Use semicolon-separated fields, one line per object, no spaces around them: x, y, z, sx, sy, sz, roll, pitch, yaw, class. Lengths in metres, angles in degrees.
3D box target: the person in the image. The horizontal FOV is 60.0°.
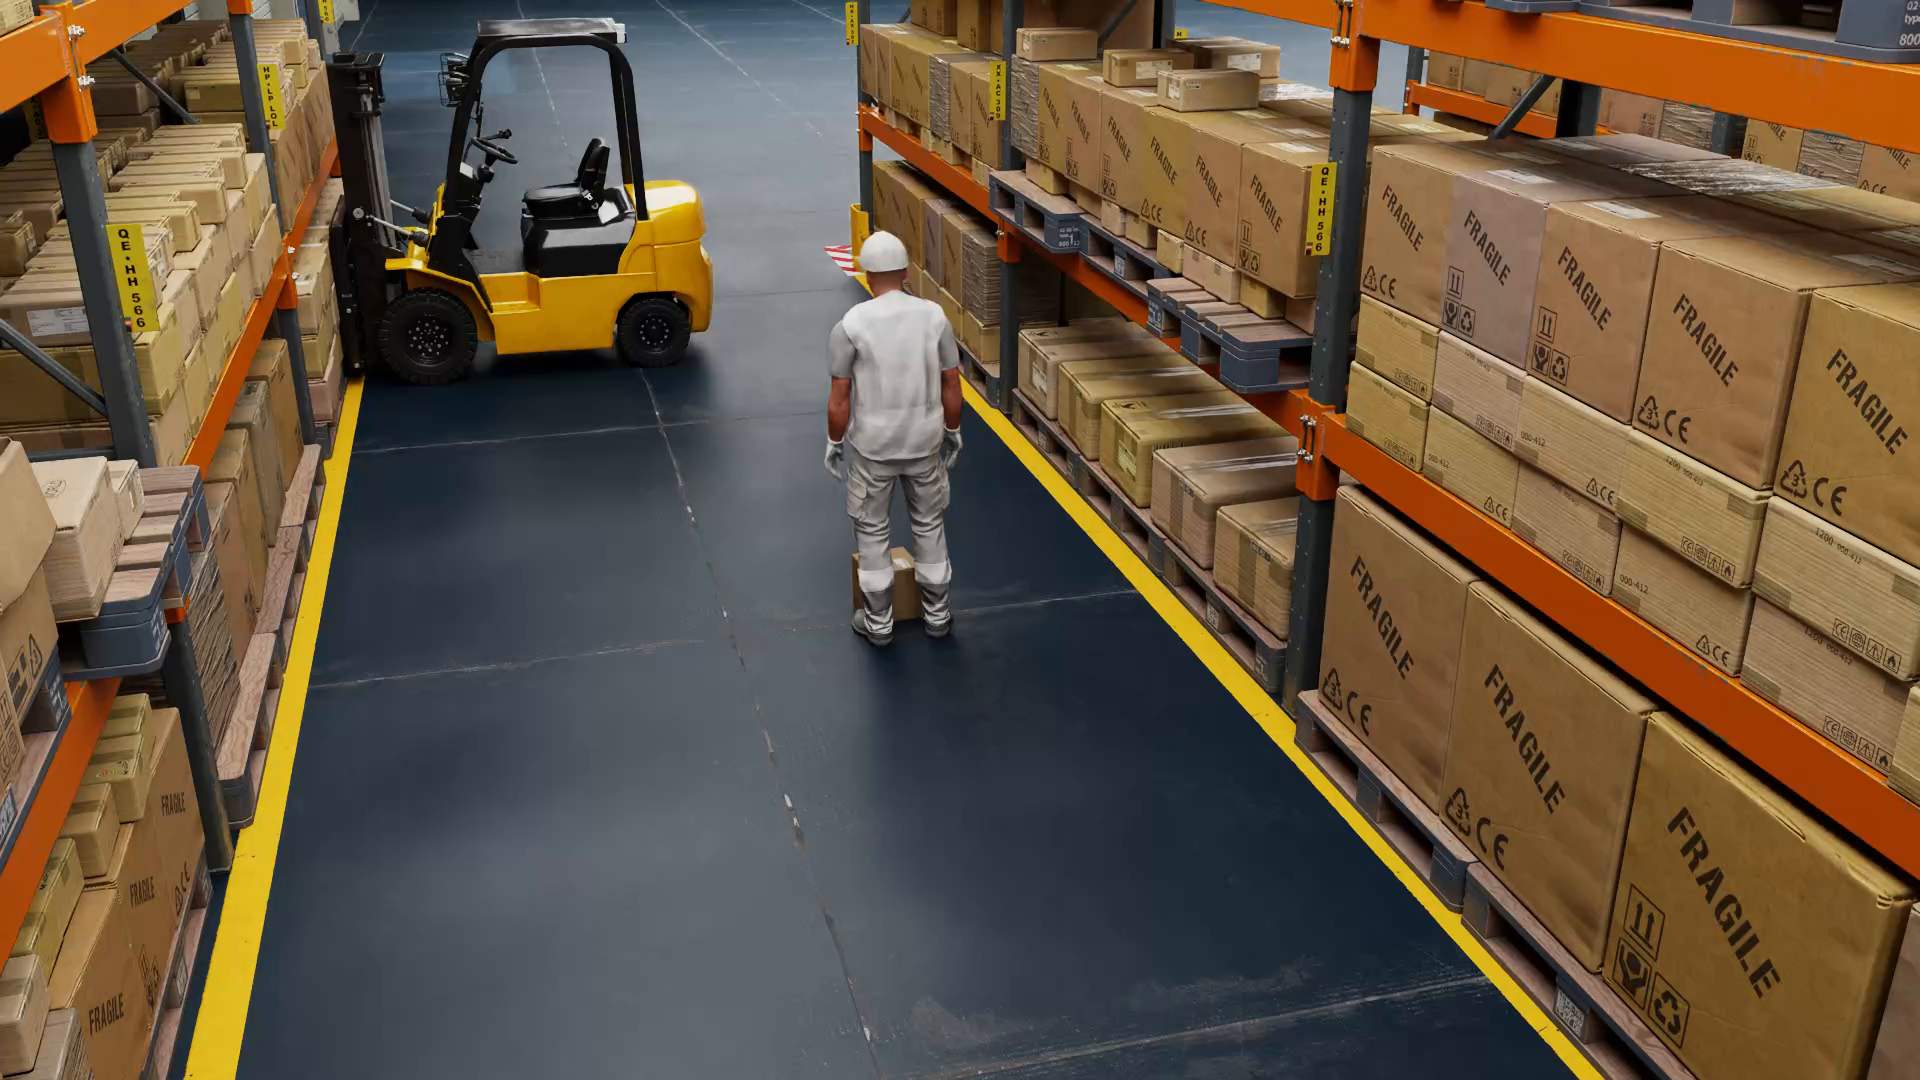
-0.275;-0.412;7.058;0.607;1.780;0.449;-6;23;-14;person
